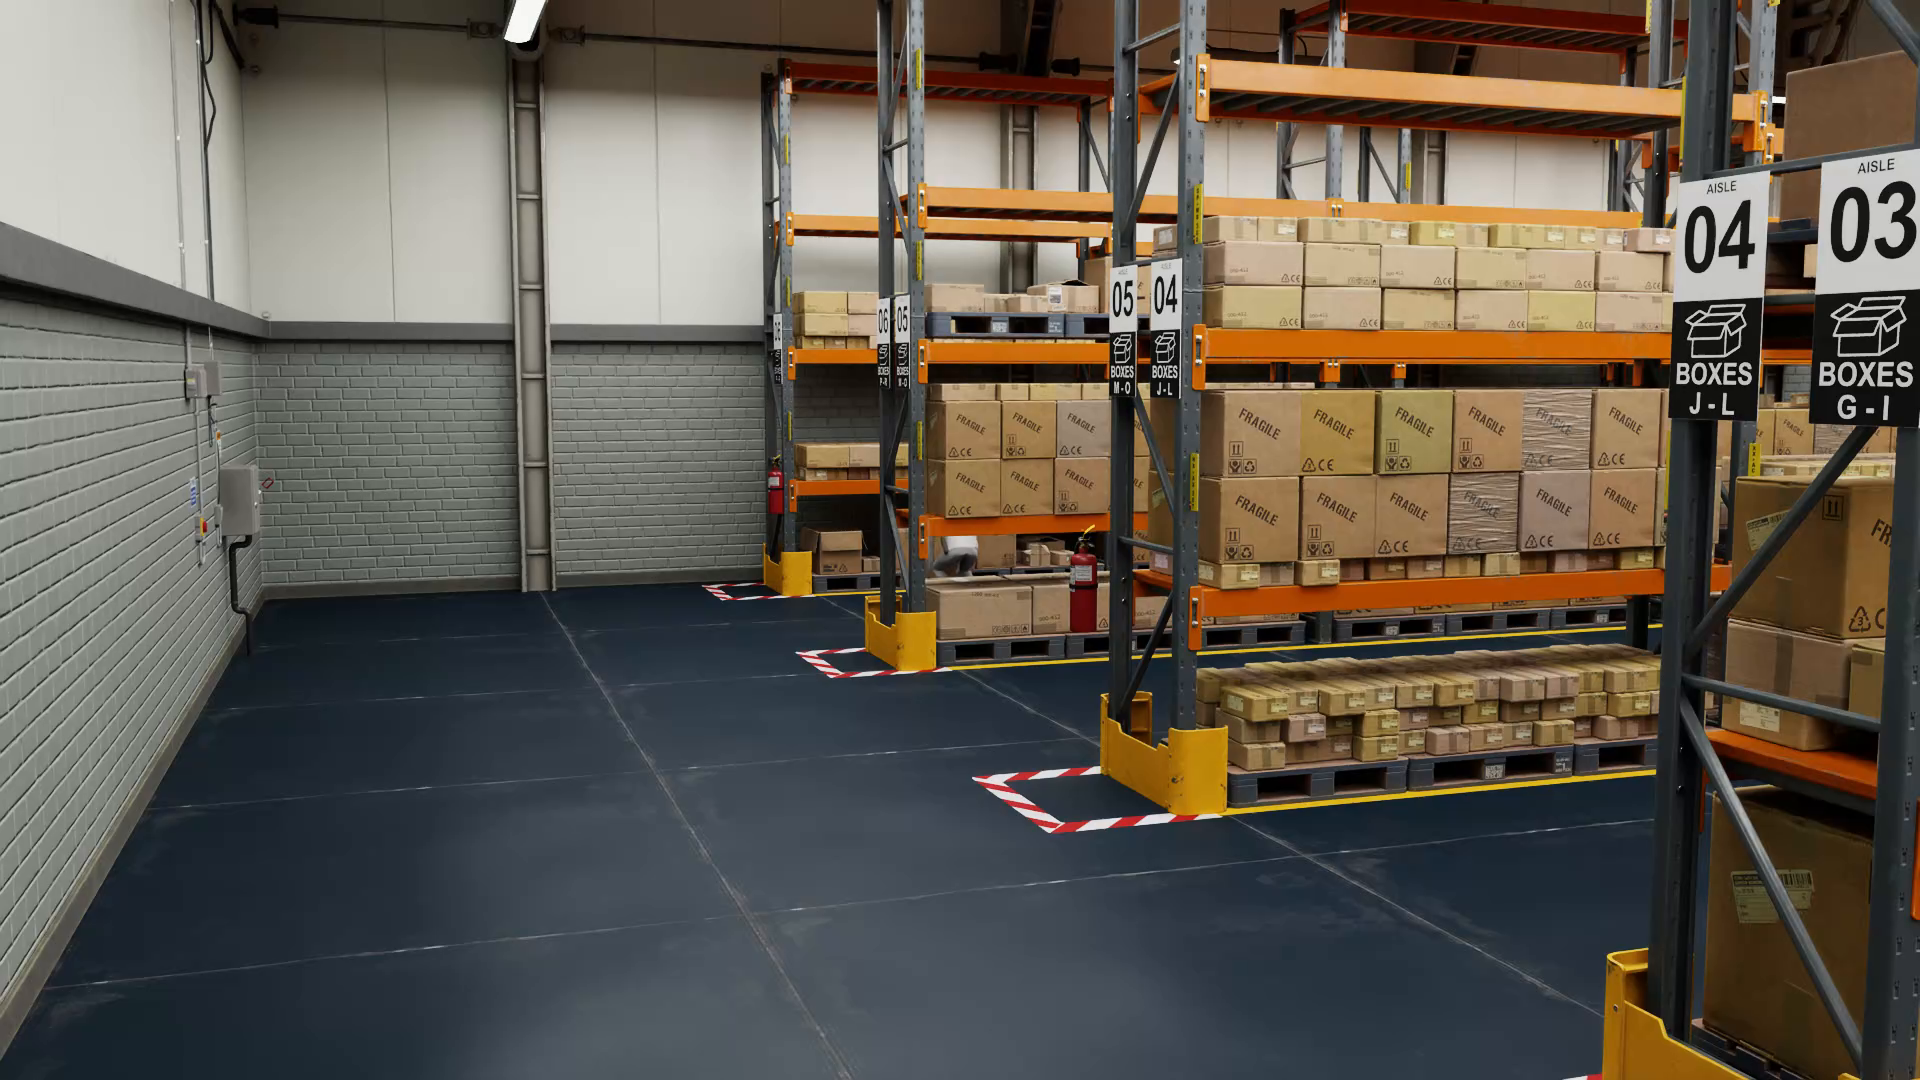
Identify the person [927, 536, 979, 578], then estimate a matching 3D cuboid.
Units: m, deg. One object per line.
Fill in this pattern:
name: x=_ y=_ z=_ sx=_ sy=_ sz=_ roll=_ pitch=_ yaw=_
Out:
person: x=-0.097 y=0.130 z=18.156 sx=0.524 sy=1.188 sz=0.788 roll=-2 pitch=6 yaw=-19
